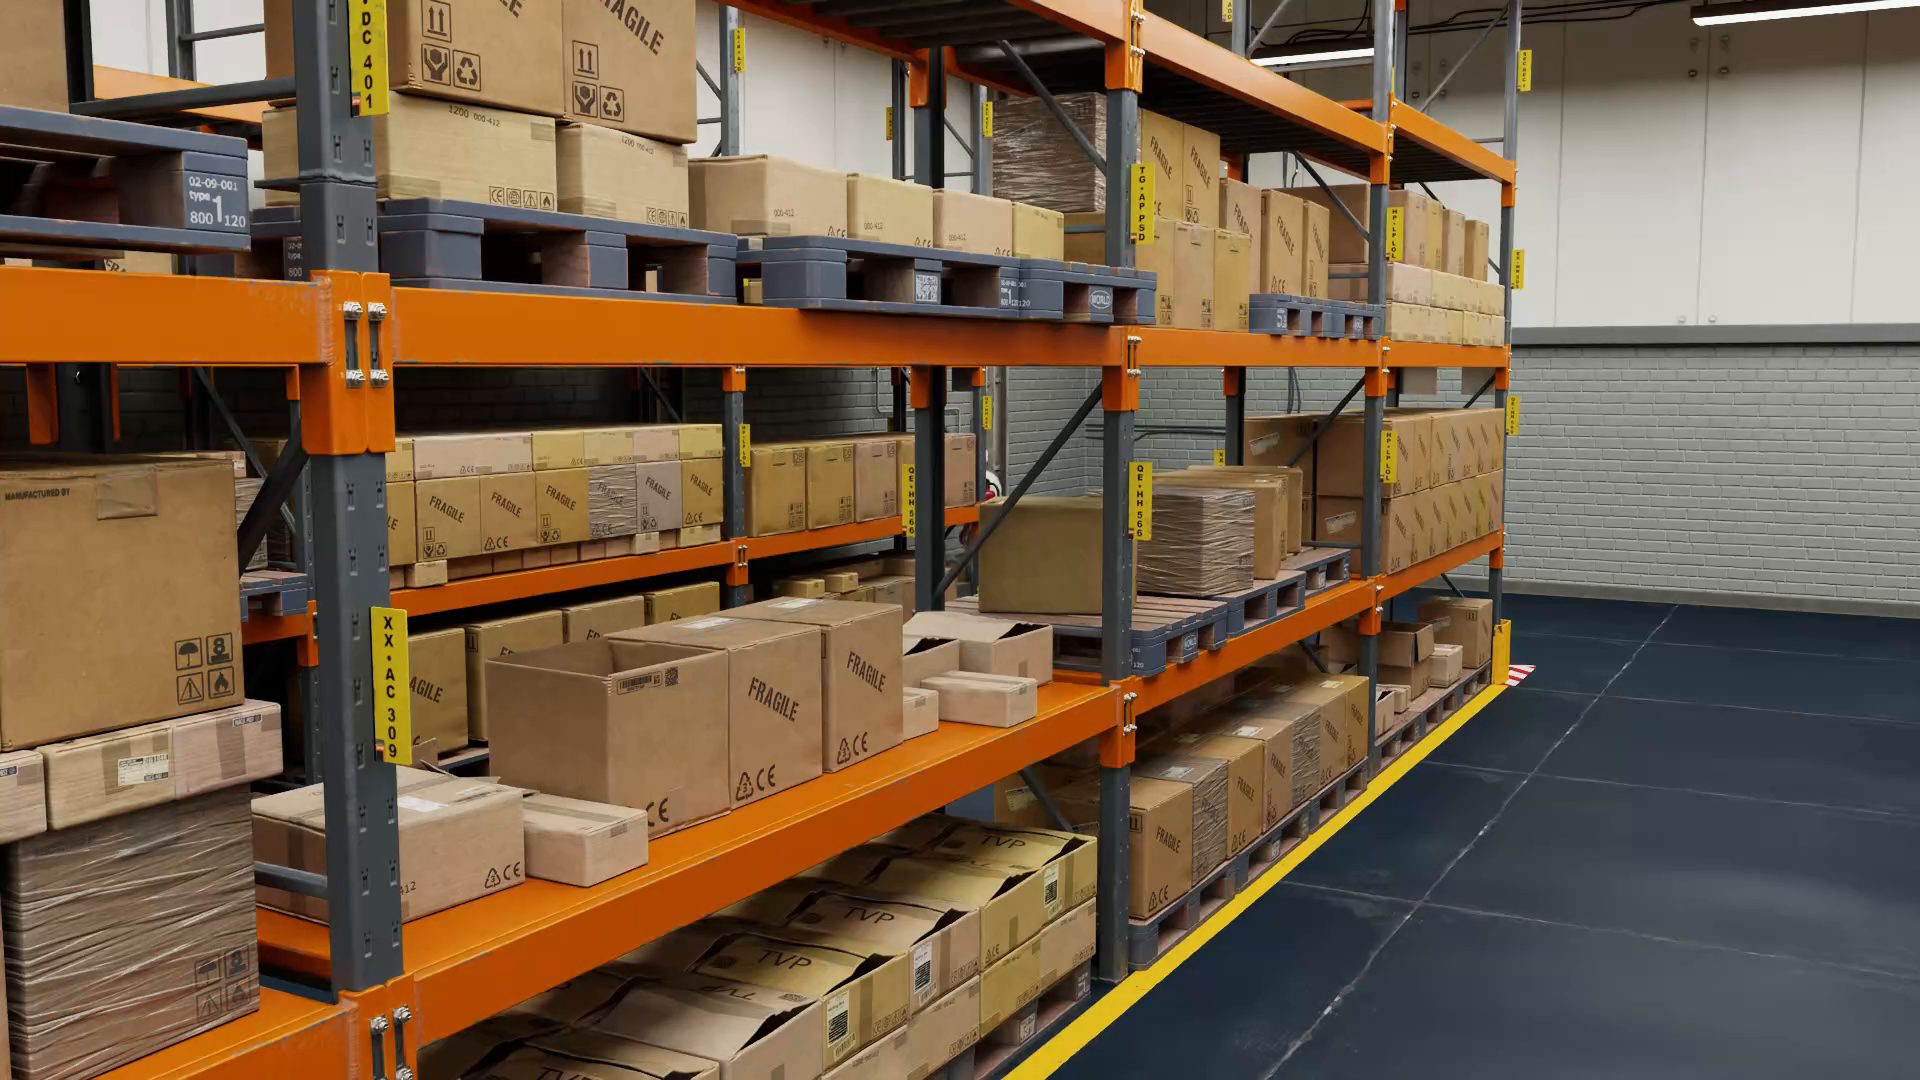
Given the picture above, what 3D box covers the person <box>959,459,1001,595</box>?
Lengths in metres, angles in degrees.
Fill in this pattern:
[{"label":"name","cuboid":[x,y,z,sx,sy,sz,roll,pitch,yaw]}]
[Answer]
[{"label":"person","cuboid":[0.219,-0.112,18.119,0.435,1.764,0.594,3,7,27]}]
